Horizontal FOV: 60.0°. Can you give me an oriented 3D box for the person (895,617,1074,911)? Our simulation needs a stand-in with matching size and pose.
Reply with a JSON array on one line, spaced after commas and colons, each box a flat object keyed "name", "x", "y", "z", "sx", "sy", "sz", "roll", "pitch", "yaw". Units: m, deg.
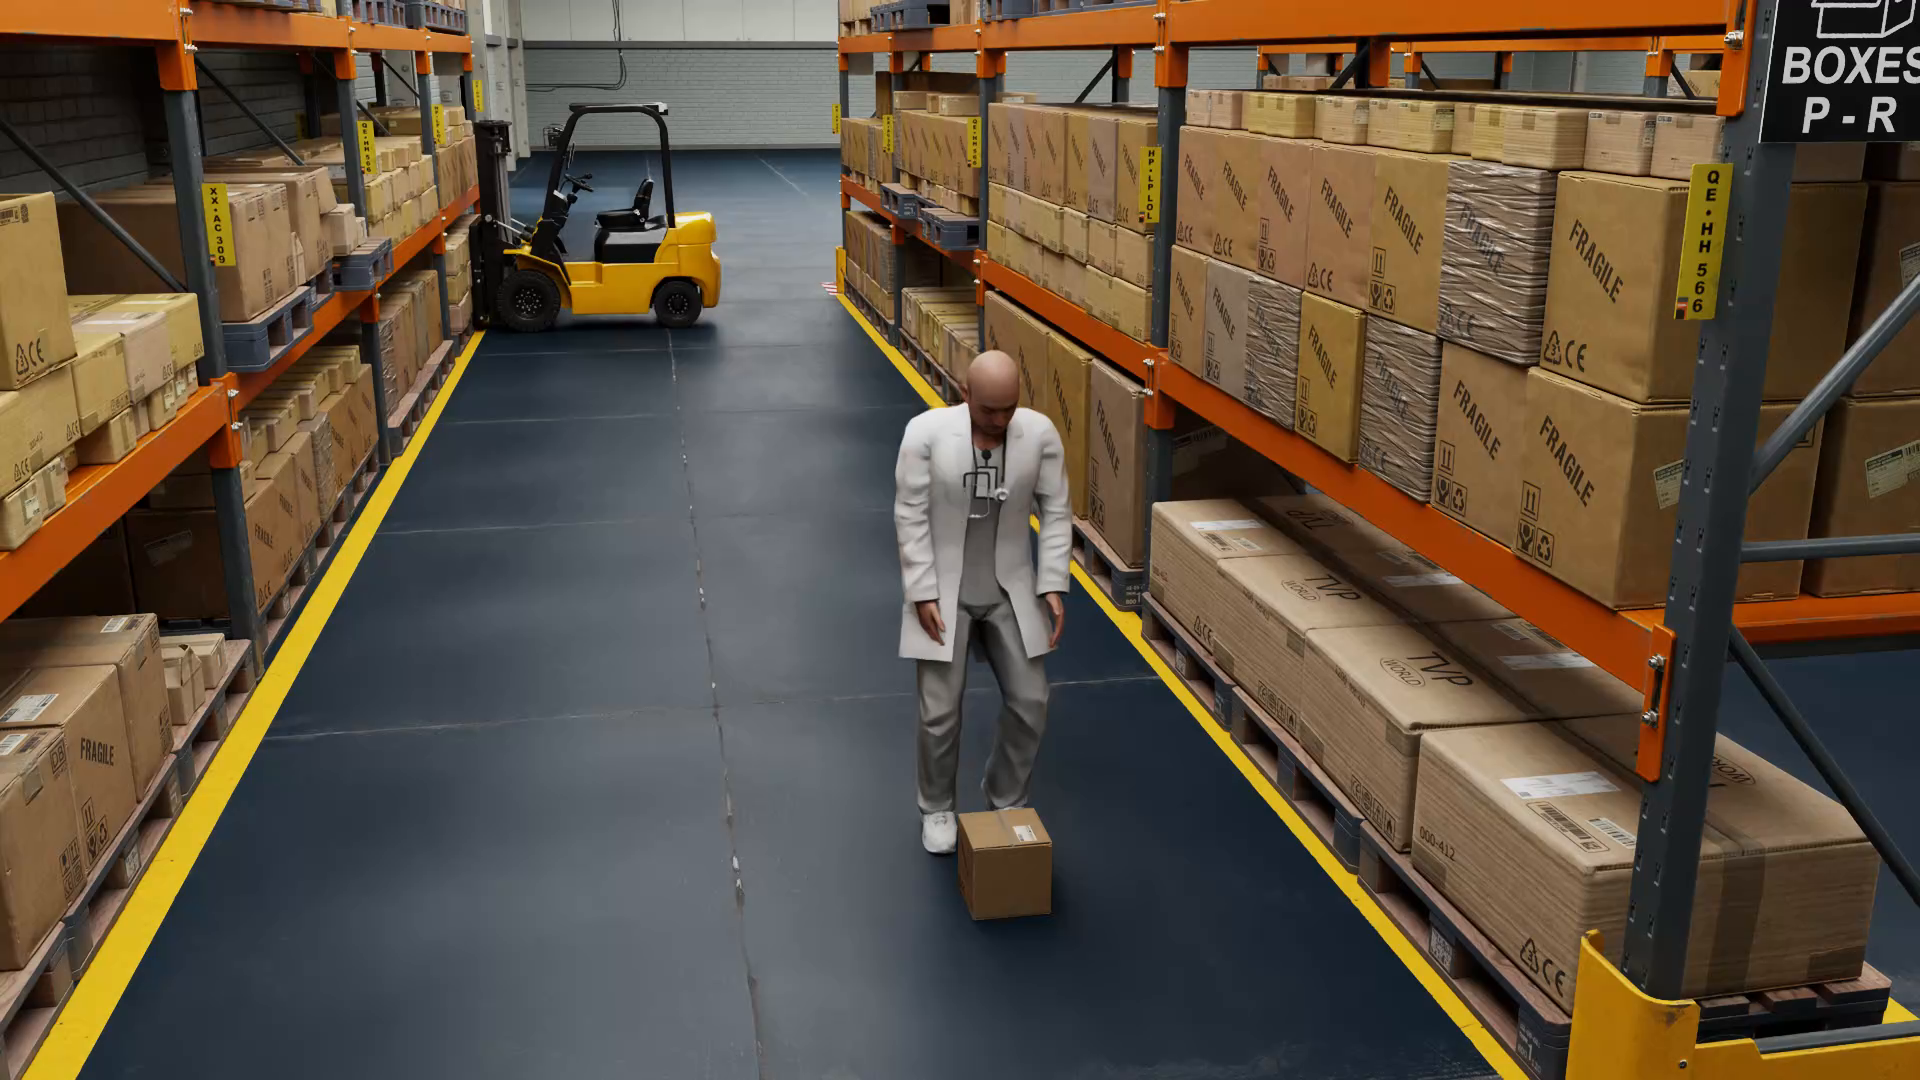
[{"name": "person", "x": 0.079, "y": 0.680, "z": 5.525, "sx": 0.574, "sy": 0.808, "sz": 0.936, "roll": -3, "pitch": 16, "yaw": -12}]
